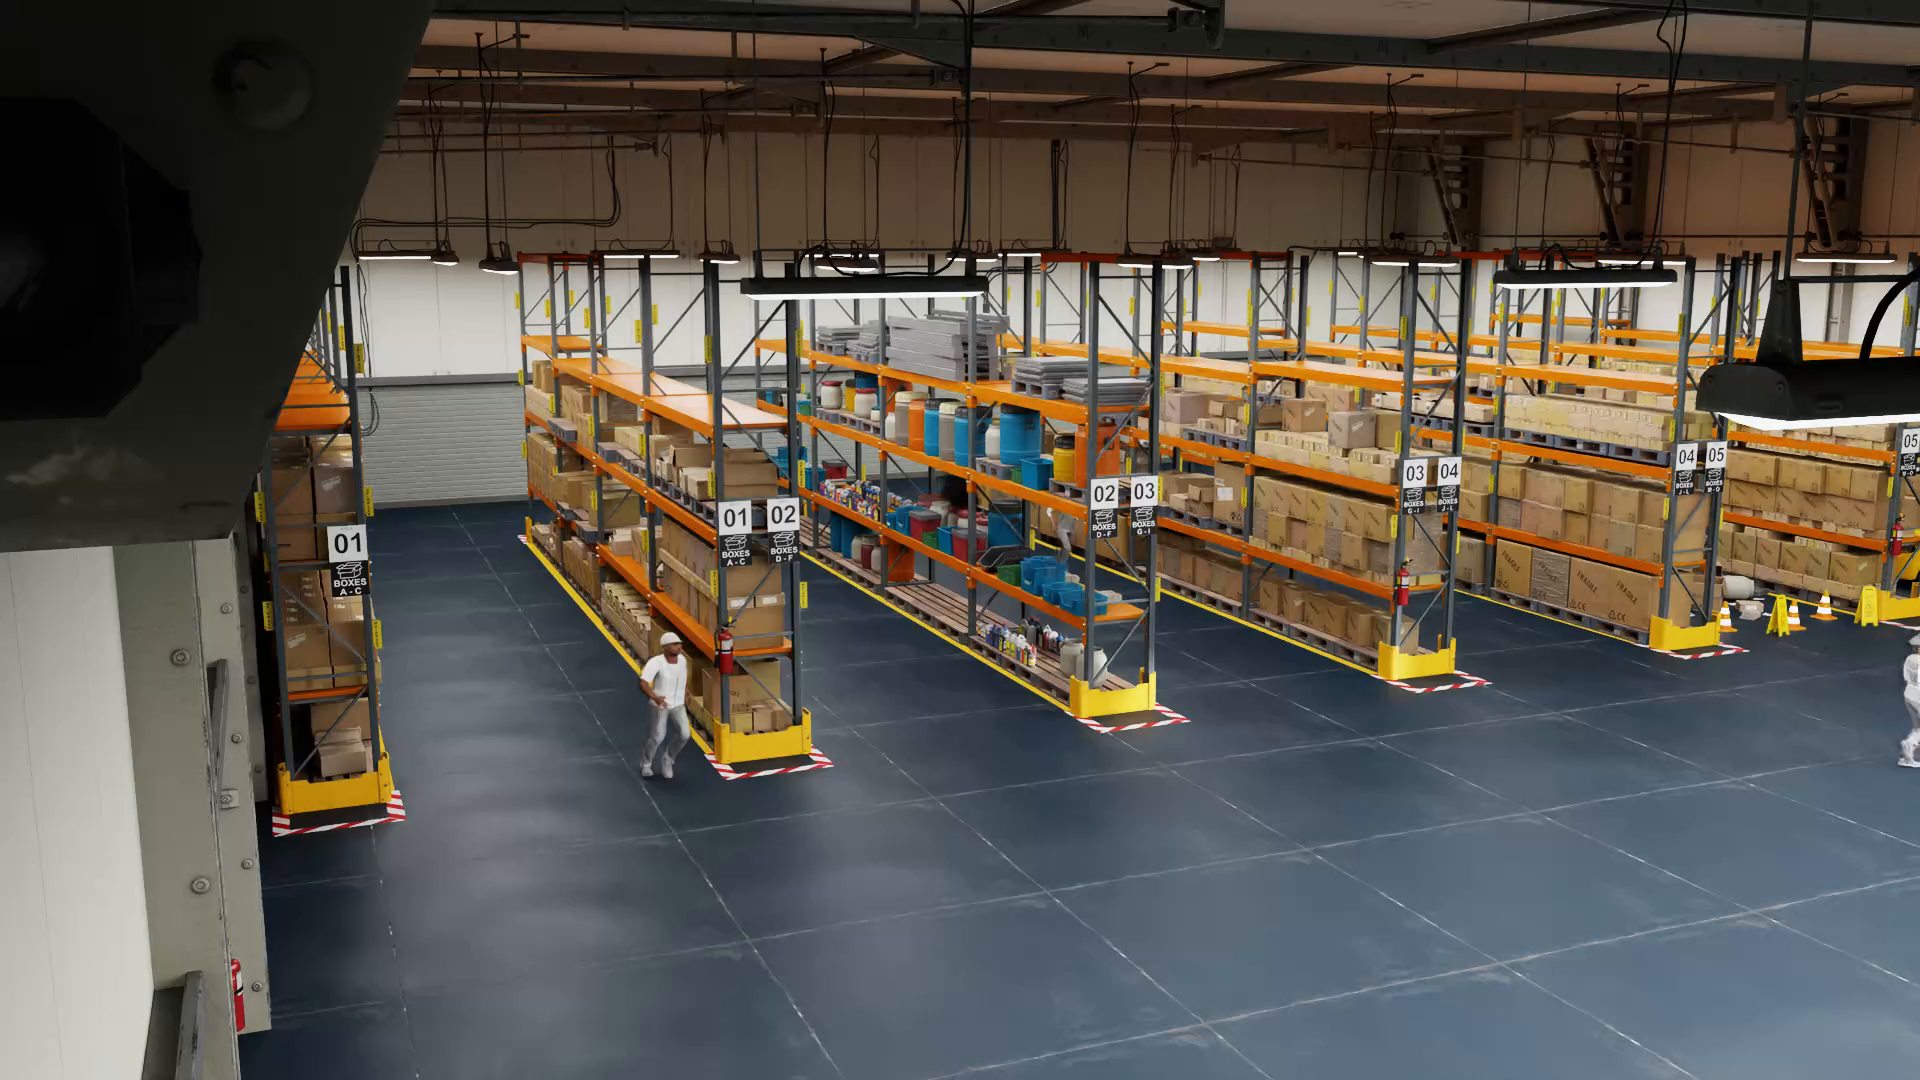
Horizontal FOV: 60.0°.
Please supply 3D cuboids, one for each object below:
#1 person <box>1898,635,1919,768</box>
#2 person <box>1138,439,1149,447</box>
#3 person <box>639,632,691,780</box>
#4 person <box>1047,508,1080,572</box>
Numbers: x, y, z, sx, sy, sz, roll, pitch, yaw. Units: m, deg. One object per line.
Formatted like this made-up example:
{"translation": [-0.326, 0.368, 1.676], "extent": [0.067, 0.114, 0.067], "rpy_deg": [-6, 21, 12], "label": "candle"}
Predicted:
{"translation": [11.558, 1.924, 19.936], "extent": [0.540, 1.656, 0.608], "rpy_deg": [0, 10, -1], "label": "person"}
{"translation": [4.572, -2.027, 41.593], "extent": [0.669, 1.670, 0.626], "rpy_deg": [0, 10, -1], "label": "person"}
{"translation": [-3.424, 1.949, 19.624], "extent": [0.766, 1.738, 0.631], "rpy_deg": [-9, 14, -41], "label": "person"}
{"translation": [1.891, -0.094, 29.597], "extent": [0.516, 1.654, 0.646], "rpy_deg": [-7, 13, -35], "label": "person"}
